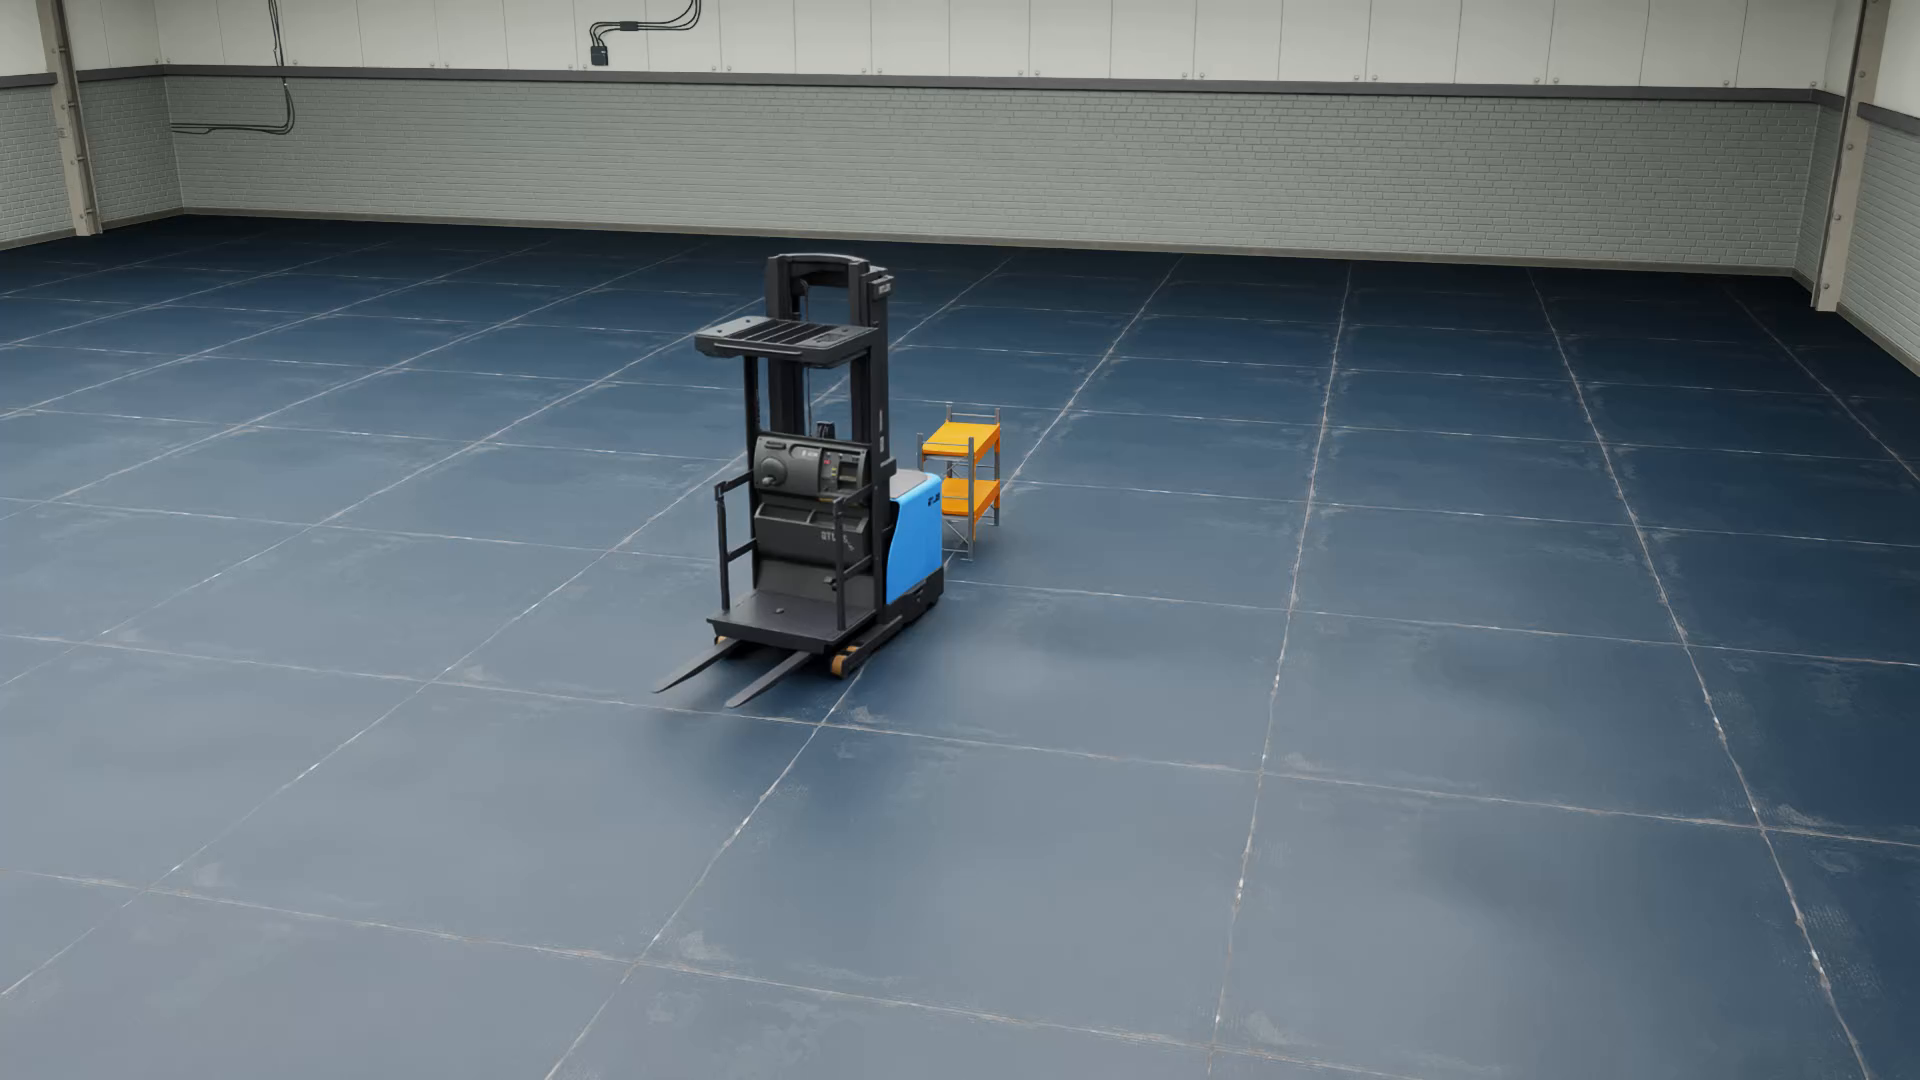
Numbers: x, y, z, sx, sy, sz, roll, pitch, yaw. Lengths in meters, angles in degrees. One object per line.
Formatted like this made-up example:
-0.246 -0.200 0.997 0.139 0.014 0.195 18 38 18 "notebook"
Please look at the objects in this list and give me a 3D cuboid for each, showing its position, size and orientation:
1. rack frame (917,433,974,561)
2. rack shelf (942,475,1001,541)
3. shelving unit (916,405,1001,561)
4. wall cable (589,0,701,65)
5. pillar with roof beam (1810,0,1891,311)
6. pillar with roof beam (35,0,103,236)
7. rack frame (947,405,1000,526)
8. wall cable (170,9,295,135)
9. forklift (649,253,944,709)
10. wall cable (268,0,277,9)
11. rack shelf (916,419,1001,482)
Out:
-0.126 -0.371 14.533 0.500 1.125 0.032 5 19 13 "rack frame"
-0.002 -0.299 15.079 0.538 0.278 1.000 5 19 13 "rack shelf"
-0.002 -0.530 15.000 0.538 1.125 1.048 5 19 13 "shelving unit"
-6.028 -11.983 31.086 2.305 6.003 0.169 5 19 13 "wall cable"
9.139 -8.161 25.160 9.100 9.000 0.400 5 19 13 "pillar with roof beam"
-13.058 -9.969 30.452 9.100 9.000 0.400 5 19 13 "pillar with roof beam"
0.123 -0.690 15.466 0.500 1.125 0.032 5 19 13 "rack frame"
-15.230 -9.659 34.347 3.097 2.526 0.112 5 19 13 "wall cable"
-1.207 -0.536 12.221 1.130 2.935 3.031 8 21 23 "forklift"
-12.607 -11.835 32.905 3.097 2.526 0.112 5 19 13 "wall cable"
-0.002 -0.807 14.905 0.538 0.278 1.000 5 19 13 "rack shelf"
